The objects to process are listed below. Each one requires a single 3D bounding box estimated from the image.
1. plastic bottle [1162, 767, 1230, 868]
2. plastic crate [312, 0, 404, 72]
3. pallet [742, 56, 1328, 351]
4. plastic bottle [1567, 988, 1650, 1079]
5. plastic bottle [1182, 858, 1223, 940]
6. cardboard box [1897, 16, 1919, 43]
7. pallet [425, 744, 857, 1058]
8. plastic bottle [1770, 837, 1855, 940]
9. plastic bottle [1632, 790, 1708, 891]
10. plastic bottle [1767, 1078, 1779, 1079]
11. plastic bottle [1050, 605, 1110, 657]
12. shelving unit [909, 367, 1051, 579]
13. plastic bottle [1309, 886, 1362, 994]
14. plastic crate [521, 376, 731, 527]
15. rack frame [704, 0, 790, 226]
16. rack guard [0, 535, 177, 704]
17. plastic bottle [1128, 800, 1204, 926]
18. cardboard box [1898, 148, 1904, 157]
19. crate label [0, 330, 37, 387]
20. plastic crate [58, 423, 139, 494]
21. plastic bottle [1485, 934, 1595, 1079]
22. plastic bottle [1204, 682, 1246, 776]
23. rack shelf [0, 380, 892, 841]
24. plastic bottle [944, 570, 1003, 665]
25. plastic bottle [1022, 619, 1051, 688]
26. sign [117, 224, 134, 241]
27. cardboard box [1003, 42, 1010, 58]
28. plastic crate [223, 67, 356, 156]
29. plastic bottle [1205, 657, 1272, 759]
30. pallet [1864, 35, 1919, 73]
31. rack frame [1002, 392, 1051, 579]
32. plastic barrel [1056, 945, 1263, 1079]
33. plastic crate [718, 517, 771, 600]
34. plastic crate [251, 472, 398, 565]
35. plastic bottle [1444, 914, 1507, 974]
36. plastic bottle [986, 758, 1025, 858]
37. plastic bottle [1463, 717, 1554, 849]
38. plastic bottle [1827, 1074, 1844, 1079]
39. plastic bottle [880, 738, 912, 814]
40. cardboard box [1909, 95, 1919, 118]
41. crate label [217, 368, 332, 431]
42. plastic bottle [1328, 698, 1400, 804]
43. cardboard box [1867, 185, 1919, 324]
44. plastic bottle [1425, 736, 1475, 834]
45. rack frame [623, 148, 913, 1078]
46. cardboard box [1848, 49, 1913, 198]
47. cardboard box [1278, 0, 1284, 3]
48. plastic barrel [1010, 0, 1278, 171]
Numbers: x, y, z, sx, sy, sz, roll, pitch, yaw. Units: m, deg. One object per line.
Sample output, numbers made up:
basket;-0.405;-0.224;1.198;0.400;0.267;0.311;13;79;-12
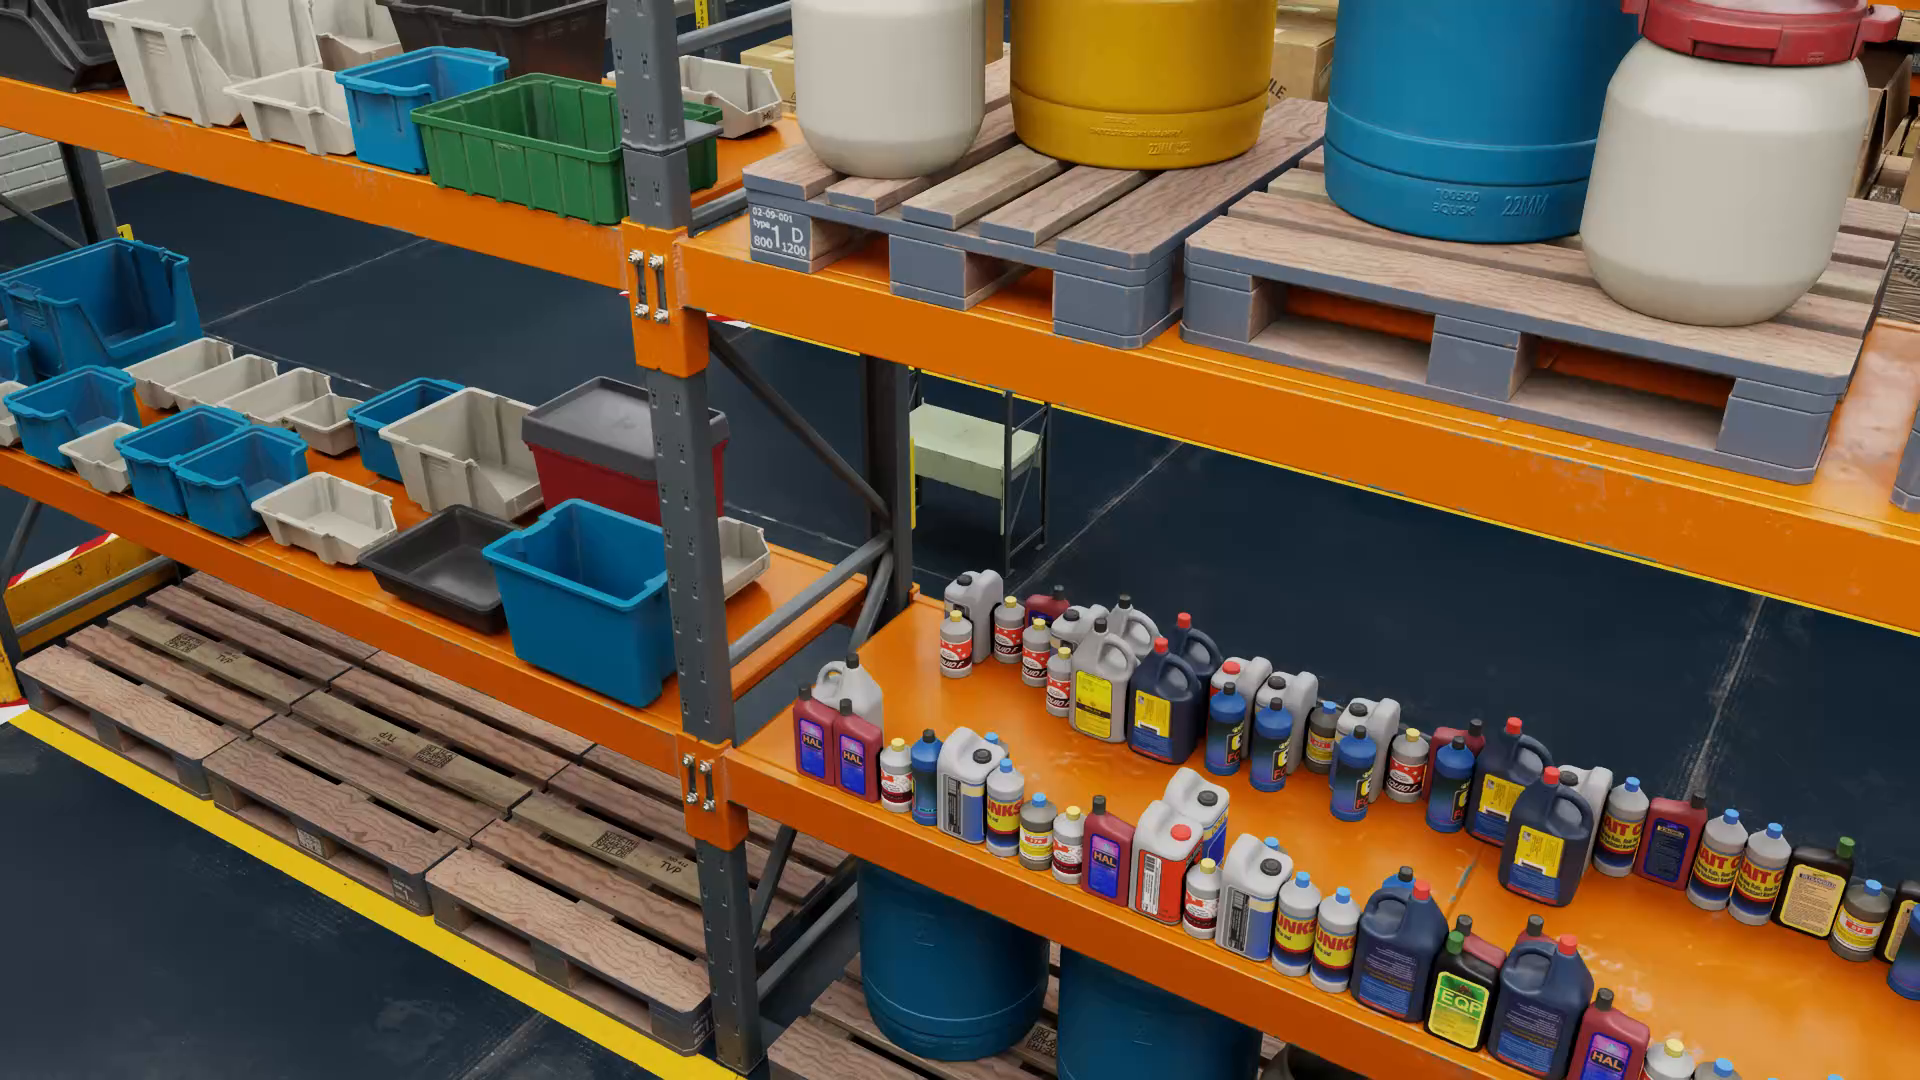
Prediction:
plastic bottle;0.587;0.715;4.171;0.135;0.276;0.152;18;35;27
plastic crate;-1.973;-1.614;5.325;0.530;0.136;0.437;18;35;27
pallet;0.249;-0.854;3.948;1.003;0.211;1.213;18;35;27
plastic bottle;1.383;1.081;3.536;0.133;0.283;0.061;18;35;27
plastic bottle;0.590;0.855;4.005;0.097;0.201;0.097;0;30;0
cardboard box;6.298;-3.367;10.877;0.250;0.149;0.380;16;34;25
pallet;-1.111;1.216;5.957;1.213;0.211;1.003;18;35;27
plastic bottle;2.050;0.819;3.986;0.133;0.283;0.061;18;35;27
plastic bottle;1.772;0.731;4.137;0.133;0.283;0.061;18;35;27
plastic bottle;1.656;1.192;3.427;0.097;0.201;0.097;0;30;0
plastic bottle;0.348;0.311;4.864;0.135;0.276;0.152;18;35;27
shelving unit;0.006;-0.646;7.869;0.755;1.500;0.431;18;35;27
plastic bottle;0.869;0.913;3.836;0.097;0.271;0.097;0;30;0
plastic crate;-1.090;-0.208;5.507;0.583;0.464;0.402;18;35;27
rack frame;-1.222;-2.994;10.405;0.127;3.000;1.000;18;35;27
rack guard;-3.882;0.199;7.413;0.348;0.500;1.175;18;35;27
plastic bottle;0.507;0.780;4.060;0.135;0.276;0.152;18;35;27
cardboard box;6.273;-2.527;11.669;0.500;0.500;0.500;18;35;28
crate label;-3.821;-0.627;6.454;0.303;0.233;0.416;18;35;27
plastic crate;-3.019;-0.282;5.959;0.298;0.136;0.250;18;35;27
plastic bottle;1.271;0.992;3.622;0.185;0.351;0.144;18;35;27
plastic bottle;0.725;0.506;4.534;0.097;0.271;0.097;0;30;0
rack shelf;-2.161;-0.033;6.044;4.000;0.370;1.077;18;35;27
plastic bottle;0.039;0.213;5.032;0.135;0.276;0.152;18;35;27
plastic bottle;0.232;0.326;4.911;0.097;0.201;0.097;0;30;0
sign;-3.576;-1.190;7.150;0.005;0.325;0.100;18;35;27
cardboard box;0.190;-2.769;9.873;0.500;0.250;0.500;16;34;26
plastic crate;-1.747;-1.168;4.561;0.466;0.136;0.293;18;35;27
plastic bottle;0.775;0.446;4.632;0.135;0.276;0.152;18;35;27
pallet;6.578;-3.371;11.241;1.213;0.211;1.003;18;35;27
rack frame;0.316;-0.548;7.701;0.023;1.500;0.400;18;35;27
plastic barrel;0.584;1.259;4.780;0.708;0.901;0.600;18;35;27
plastic crate;-0.785;0.094;5.314;0.243;0.136;0.396;18;35;27
plastic crate;-2.102;-0.059;5.576;0.466;0.136;0.293;18;35;27
plastic bottle;1.146;0.970;3.727;0.133;0.283;0.061;18;35;27
plastic bottle;0.116;0.675;4.245;0.097;0.271;0.097;0;30;0
plastic bottle;1.418;0.615;4.269;0.185;0.351;0.144;18;35;27
plastic bottle;1.738;1.188;3.365;0.097;0.271;0.097;0;30;0
plastic bottle;-0.163;0.617;4.413;0.097;0.201;0.097;0;30;0
cardboard box;6.537;-3.067;11.850;0.500;0.250;0.500;16;34;25
crate label;-2.581;-0.503;6.337;0.243;0.136;0.396;18;35;27
plastic bottle;1.085;0.544;4.464;0.135;0.276;0.152;18;35;27
cardboard box;4.143;-1.194;7.221;0.500;0.500;0.500;16;34;26
plastic bottle;1.279;0.627;4.326;0.097;0.271;0.097;0;30;0
rack frame;-0.467;0.192;4.945;0.127;3.000;1.000;18;35;27
cardboard box;3.821;-1.883;7.405;0.637;0.503;0.797;19;35;29
cardboard box;1.483;-2.683;8.981;0.500;0.500;0.500;18;35;27
plastic barrel;0.414;-1.209;3.765;0.600;0.588;0.600;0;30;0
